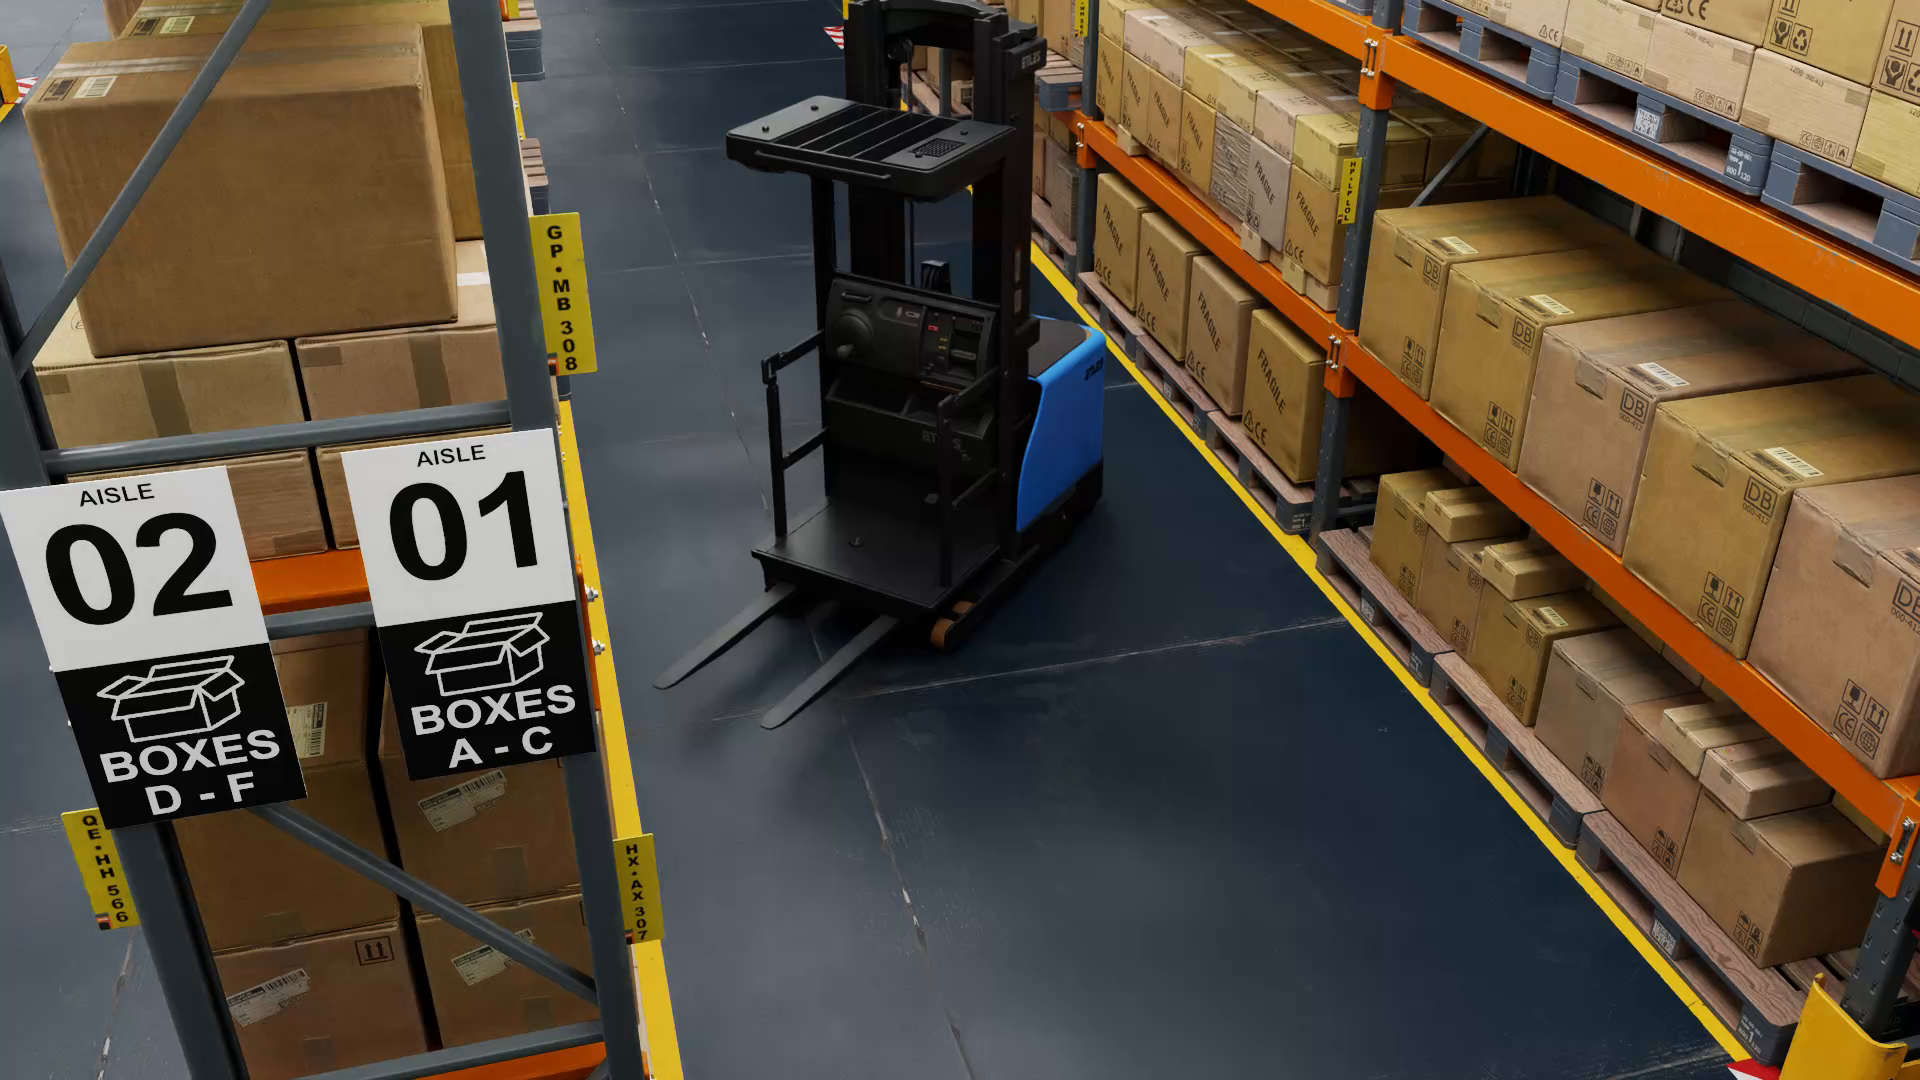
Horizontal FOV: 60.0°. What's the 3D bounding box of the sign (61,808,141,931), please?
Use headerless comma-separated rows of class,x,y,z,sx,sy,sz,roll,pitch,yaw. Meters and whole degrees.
sign,-1.829,0.706,3.564,0.100,0.325,0.005,-8,31,-13

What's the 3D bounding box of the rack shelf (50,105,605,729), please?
rack shelf,-1.819,-0.673,5.142,1.077,0.370,4.000,-8,31,-13

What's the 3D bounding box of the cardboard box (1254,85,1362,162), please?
cardboard box,1.928,-2.257,8.990,0.500,0.250,0.500,-7,31,-12

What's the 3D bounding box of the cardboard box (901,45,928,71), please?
cardboard box,-0.366,-5.234,17.355,0.700,0.500,0.500,-10,31,-16

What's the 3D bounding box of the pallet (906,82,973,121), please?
pallet,0.089,-4.289,16.449,1.003,0.211,1.213,-8,31,-13

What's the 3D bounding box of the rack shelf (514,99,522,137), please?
rack shelf,-2.881,-2.605,8.480,1.077,0.370,4.000,-8,31,-13

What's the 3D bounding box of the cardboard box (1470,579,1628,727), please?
cardboard box,2.789,0.454,7.548,0.700,0.500,0.500,-7,31,-12

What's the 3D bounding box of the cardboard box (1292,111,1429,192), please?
cardboard box,2.054,-2.009,8.562,0.500,0.250,0.500,-7,31,-12

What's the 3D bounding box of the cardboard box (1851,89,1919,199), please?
cardboard box,3.036,-1.157,4.891,0.500,0.250,0.500,-7,31,-12

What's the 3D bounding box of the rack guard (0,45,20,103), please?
rack guard,-10.246,-4.679,16.834,1.175,0.500,0.348,-8,31,-13

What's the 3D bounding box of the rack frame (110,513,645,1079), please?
rack frame,-1.289,1.280,4.044,1.000,3.000,0.127,-8,31,-13

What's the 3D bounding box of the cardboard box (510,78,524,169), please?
cardboard box,-1.568,-1.177,4.946,0.500,0.250,0.500,-8,31,-13

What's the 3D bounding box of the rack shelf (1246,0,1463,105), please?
rack shelf,1.894,-3.265,9.621,1.077,0.370,4.000,-8,31,-13

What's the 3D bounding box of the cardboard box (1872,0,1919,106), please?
cardboard box,3.029,-1.481,4.701,0.500,0.500,0.500,-8,31,-13

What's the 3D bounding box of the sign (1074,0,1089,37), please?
sign,0.842,-3.634,11.458,0.100,0.325,0.005,-8,31,-13

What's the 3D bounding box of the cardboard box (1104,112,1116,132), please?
cardboard box,1.227,-2.954,11.591,0.380,0.149,0.250,-8,31,-14

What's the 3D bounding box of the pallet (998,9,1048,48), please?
pallet,0.798,-4.112,13.551,1.003,0.211,1.213,-8,31,-13

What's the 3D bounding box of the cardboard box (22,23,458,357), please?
cardboard box,-1.441,-0.740,3.442,0.700,0.500,0.500,-8,31,-13

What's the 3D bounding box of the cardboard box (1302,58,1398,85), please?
cardboard box,2.271,-2.568,9.526,0.500,0.250,0.500,-9,31,-15

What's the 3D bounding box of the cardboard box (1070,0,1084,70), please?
cardboard box,1.229,-3.704,12.115,0.700,0.500,0.500,-12,32,-19

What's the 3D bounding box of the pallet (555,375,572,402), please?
pallet,-2.457,-0.969,8.122,1.003,0.211,1.213,-8,31,-13

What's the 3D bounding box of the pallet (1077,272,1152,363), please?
pallet,1.500,-1.647,11.884,1.003,0.211,1.213,-8,31,-13

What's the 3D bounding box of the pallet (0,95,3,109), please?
pallet,-10.036,-4.160,16.227,1.003,0.211,1.213,-8,31,-13

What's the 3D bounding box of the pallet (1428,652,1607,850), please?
pallet,2.879,0.863,7.549,1.003,0.211,1.213,-8,31,-13

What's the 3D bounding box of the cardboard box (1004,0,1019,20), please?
cardboard box,0.750,-4.575,13.621,0.700,0.500,0.500,-4,30,-6

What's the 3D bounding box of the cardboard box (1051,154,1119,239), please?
cardboard box,1.122,-2.694,12.966,0.700,0.500,0.500,-7,31,-13

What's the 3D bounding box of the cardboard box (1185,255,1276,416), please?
cardboard box,1.888,-1.289,10.210,0.750,0.750,0.750,-7,31,-12

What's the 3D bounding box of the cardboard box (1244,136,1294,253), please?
cardboard box,1.914,-1.928,9.169,0.500,0.500,0.500,-8,31,-13

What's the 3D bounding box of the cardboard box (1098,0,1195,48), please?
cardboard box,1.243,-3.482,11.106,0.500,0.250,0.500,-7,31,-12

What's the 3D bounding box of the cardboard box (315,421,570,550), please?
cardboard box,-1.180,-0.235,3.817,0.500,0.250,0.500,-8,31,-13

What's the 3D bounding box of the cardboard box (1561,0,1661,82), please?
cardboard box,2.619,-1.907,6.187,0.500,0.250,0.500,-9,31,-15

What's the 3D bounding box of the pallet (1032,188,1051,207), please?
pallet,0.837,-3.003,14.228,1.003,0.211,1.213,-8,31,-13

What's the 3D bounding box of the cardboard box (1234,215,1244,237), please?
cardboard box,1.819,-1.834,9.656,0.380,0.149,0.250,-8,31,-13

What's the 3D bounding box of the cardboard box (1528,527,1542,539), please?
cardboard box,2.890,-0.033,7.742,0.380,0.149,0.250,-9,31,-15

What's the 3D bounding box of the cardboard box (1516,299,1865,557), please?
cardboard box,2.944,-0.475,6.776,0.980,0.700,0.700,-9,31,-16

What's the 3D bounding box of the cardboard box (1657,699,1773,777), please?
cardboard box,2.926,0.753,6.383,0.380,0.149,0.250,-7,31,-12

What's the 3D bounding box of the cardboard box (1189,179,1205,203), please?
cardboard box,1.645,-2.215,10.313,0.380,0.149,0.250,-8,31,-13

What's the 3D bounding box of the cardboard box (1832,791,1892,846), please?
cardboard box,3.430,0.948,6.047,0.380,0.149,0.250,-8,31,-13

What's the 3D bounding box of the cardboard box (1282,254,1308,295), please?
cardboard box,1.972,-1.457,9.003,0.380,0.149,0.250,-7,31,-12

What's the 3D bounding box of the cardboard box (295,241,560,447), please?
cardboard box,-1.174,-0.452,3.694,0.500,0.250,0.500,-8,31,-13

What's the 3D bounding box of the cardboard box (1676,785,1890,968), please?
cardboard box,3.204,1.195,6.267,0.700,0.500,0.500,-8,31,-13

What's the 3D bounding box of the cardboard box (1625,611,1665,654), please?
cardboard box,3.092,0.336,7.104,0.380,0.149,0.250,-8,31,-13

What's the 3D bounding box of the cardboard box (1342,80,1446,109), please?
cardboard box,2.409,-2.326,9.109,0.500,0.250,0.500,-7,31,-13

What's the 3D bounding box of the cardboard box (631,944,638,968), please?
cardboard box,-1.425,1.496,5.976,0.500,0.250,0.500,-8,31,-13

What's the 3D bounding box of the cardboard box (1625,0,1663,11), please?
cardboard box,2.622,-2.228,5.993,0.500,0.500,0.500,-8,31,-13

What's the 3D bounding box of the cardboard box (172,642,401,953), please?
cardboard box,-1.672,0.626,4.077,0.500,0.500,0.500,-8,31,-14

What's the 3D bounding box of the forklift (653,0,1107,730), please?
forklift,-0.361,-0.975,8.009,1.130,2.935,3.031,16,34,26

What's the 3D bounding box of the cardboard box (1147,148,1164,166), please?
cardboard box,1.460,-2.587,10.956,0.380,0.149,0.250,-8,31,-14

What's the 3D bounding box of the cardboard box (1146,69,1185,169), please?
cardboard box,1.506,-2.662,10.439,0.500,0.500,0.500,-8,31,-13

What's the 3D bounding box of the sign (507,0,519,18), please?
sign,-1.829,-2.250,6.632,0.100,0.325,0.005,-8,31,-13

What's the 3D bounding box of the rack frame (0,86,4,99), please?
rack frame,-10.312,-5.791,16.260,1.000,3.000,0.127,-8,31,-13

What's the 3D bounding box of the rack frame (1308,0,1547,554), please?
rack frame,2.425,-1.312,8.523,1.000,3.000,0.127,-8,31,-13

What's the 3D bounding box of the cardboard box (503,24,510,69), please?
cardboard box,-1.959,-1.903,6.199,0.500,0.250,0.500,-8,31,-13

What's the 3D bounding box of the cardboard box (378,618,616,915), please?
cardboard box,-1.152,0.555,4.200,0.500,0.500,0.500,-7,31,-12
